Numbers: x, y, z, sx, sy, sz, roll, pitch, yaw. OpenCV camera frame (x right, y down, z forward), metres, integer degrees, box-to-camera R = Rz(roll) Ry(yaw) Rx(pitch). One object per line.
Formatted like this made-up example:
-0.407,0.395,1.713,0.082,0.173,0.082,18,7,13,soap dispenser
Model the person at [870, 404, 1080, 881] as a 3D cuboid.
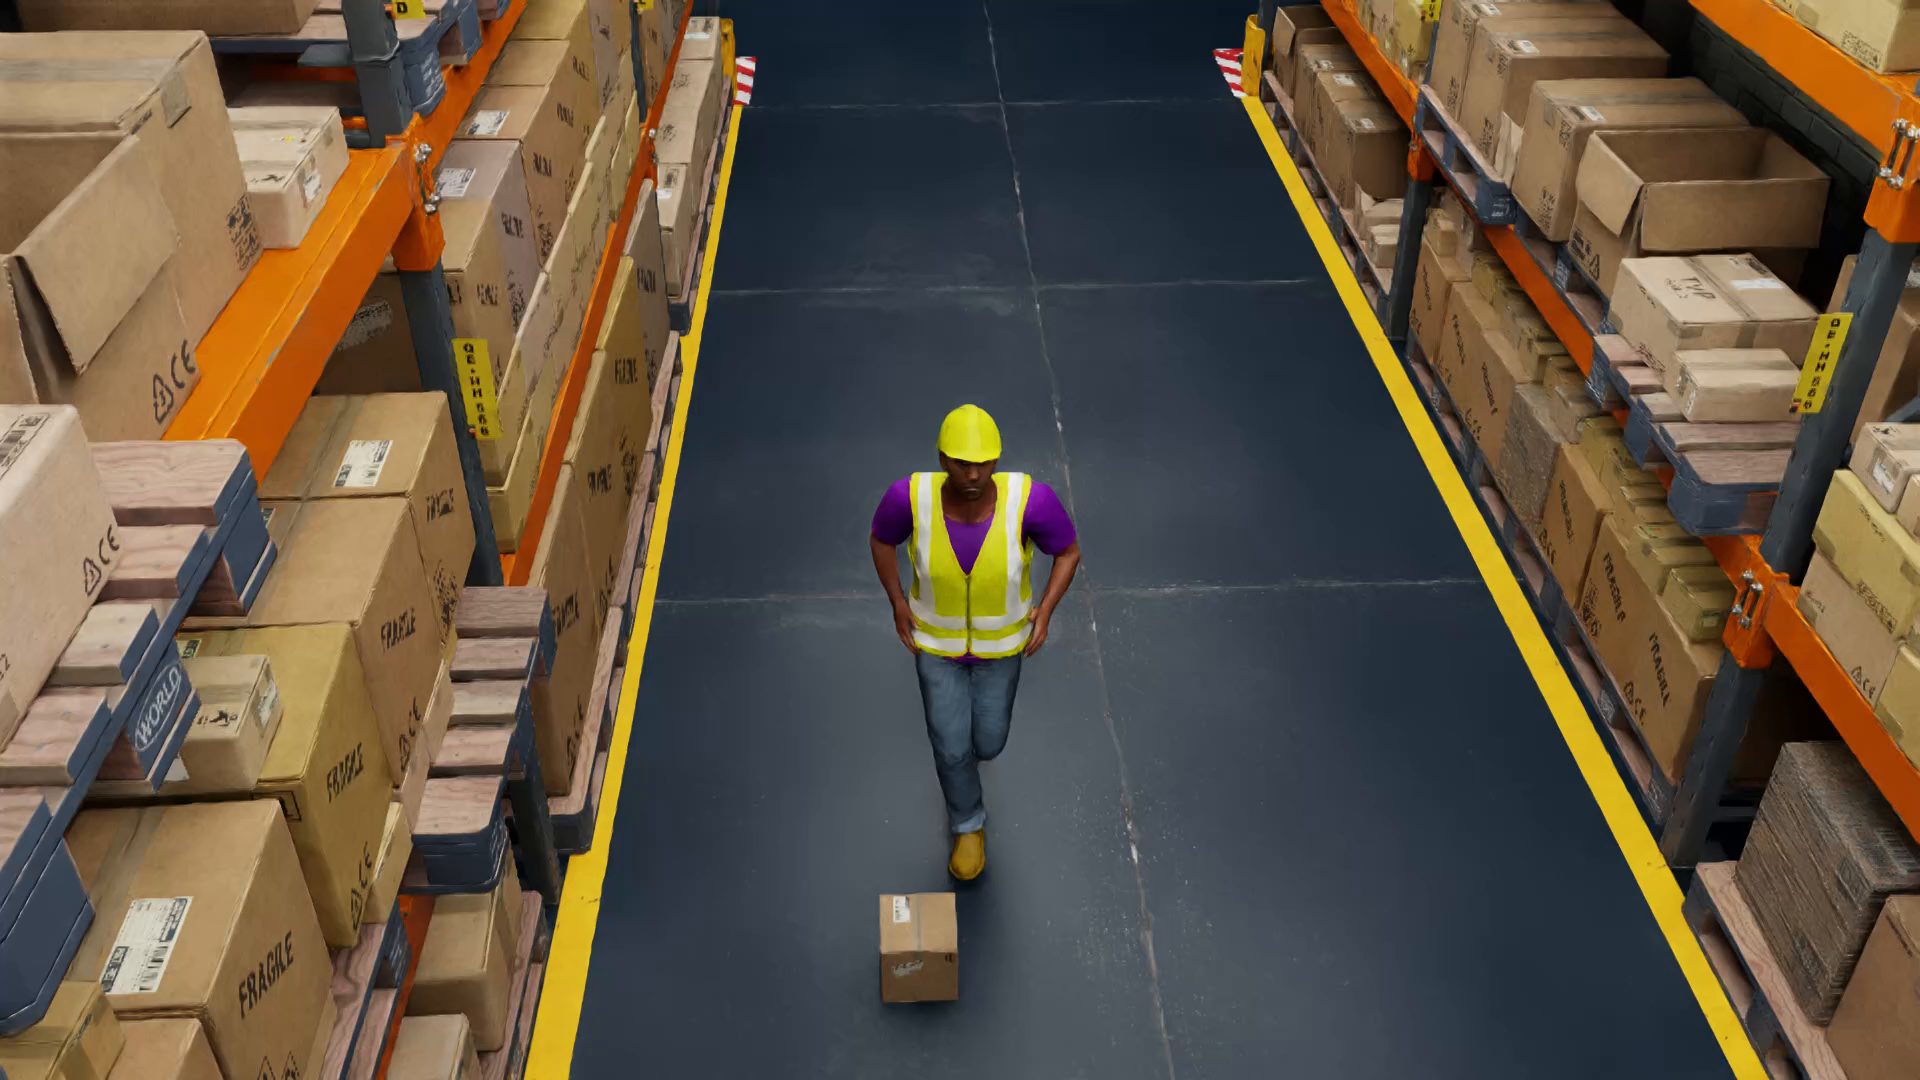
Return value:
0.047,0.313,5.690,0.712,1.745,0.726,0,35,0,person
